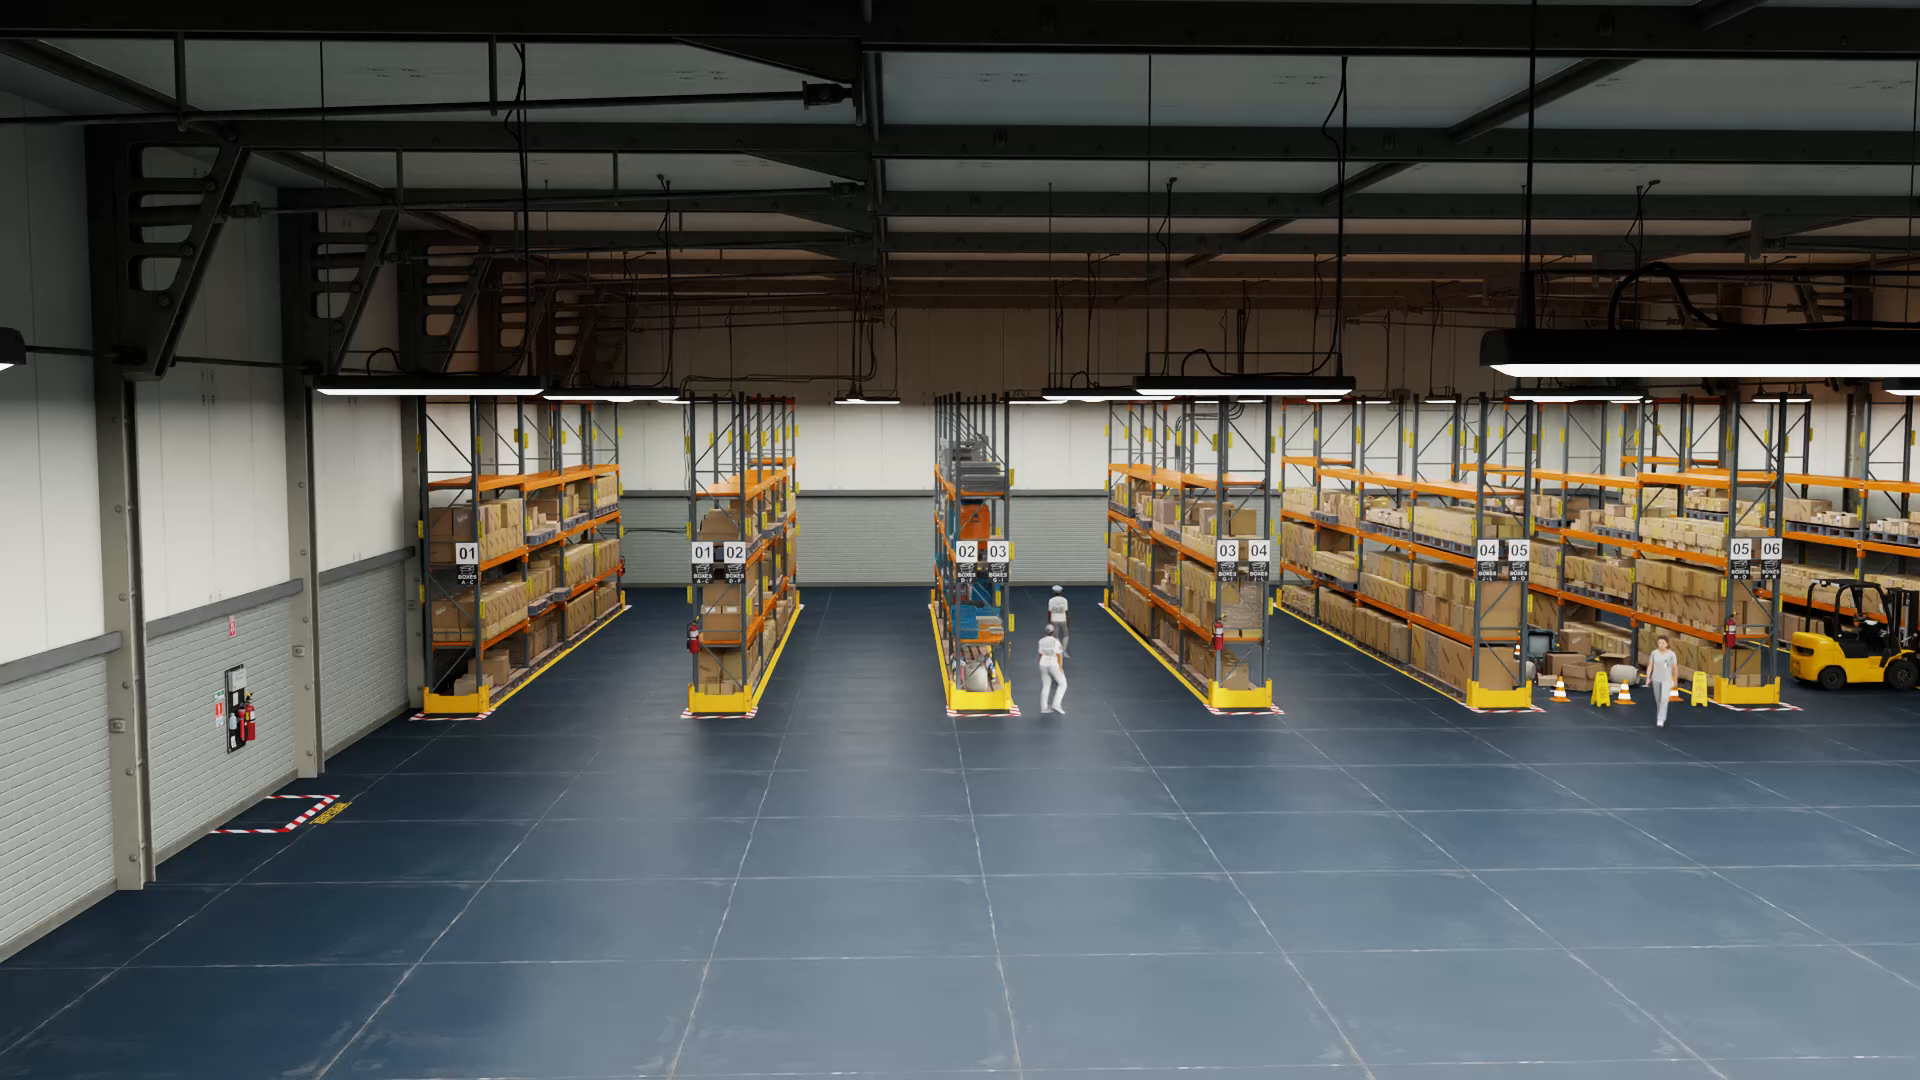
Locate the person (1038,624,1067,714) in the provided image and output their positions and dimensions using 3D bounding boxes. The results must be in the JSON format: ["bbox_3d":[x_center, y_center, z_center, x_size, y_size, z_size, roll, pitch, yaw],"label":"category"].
[{"bbox_3d":[1.691,2.415,31.061,0.590,1.669,0.489,4,6,38],"label":"person"}]

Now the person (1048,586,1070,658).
[{"bbox_3d":[2.235,1.876,37.586,0.498,1.668,0.471,0,5,3],"label":"person"}]

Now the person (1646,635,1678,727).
[{"bbox_3d":[12.535,2.512,29.755,0.468,1.615,1.044,4,6,41],"label":"person"}]
